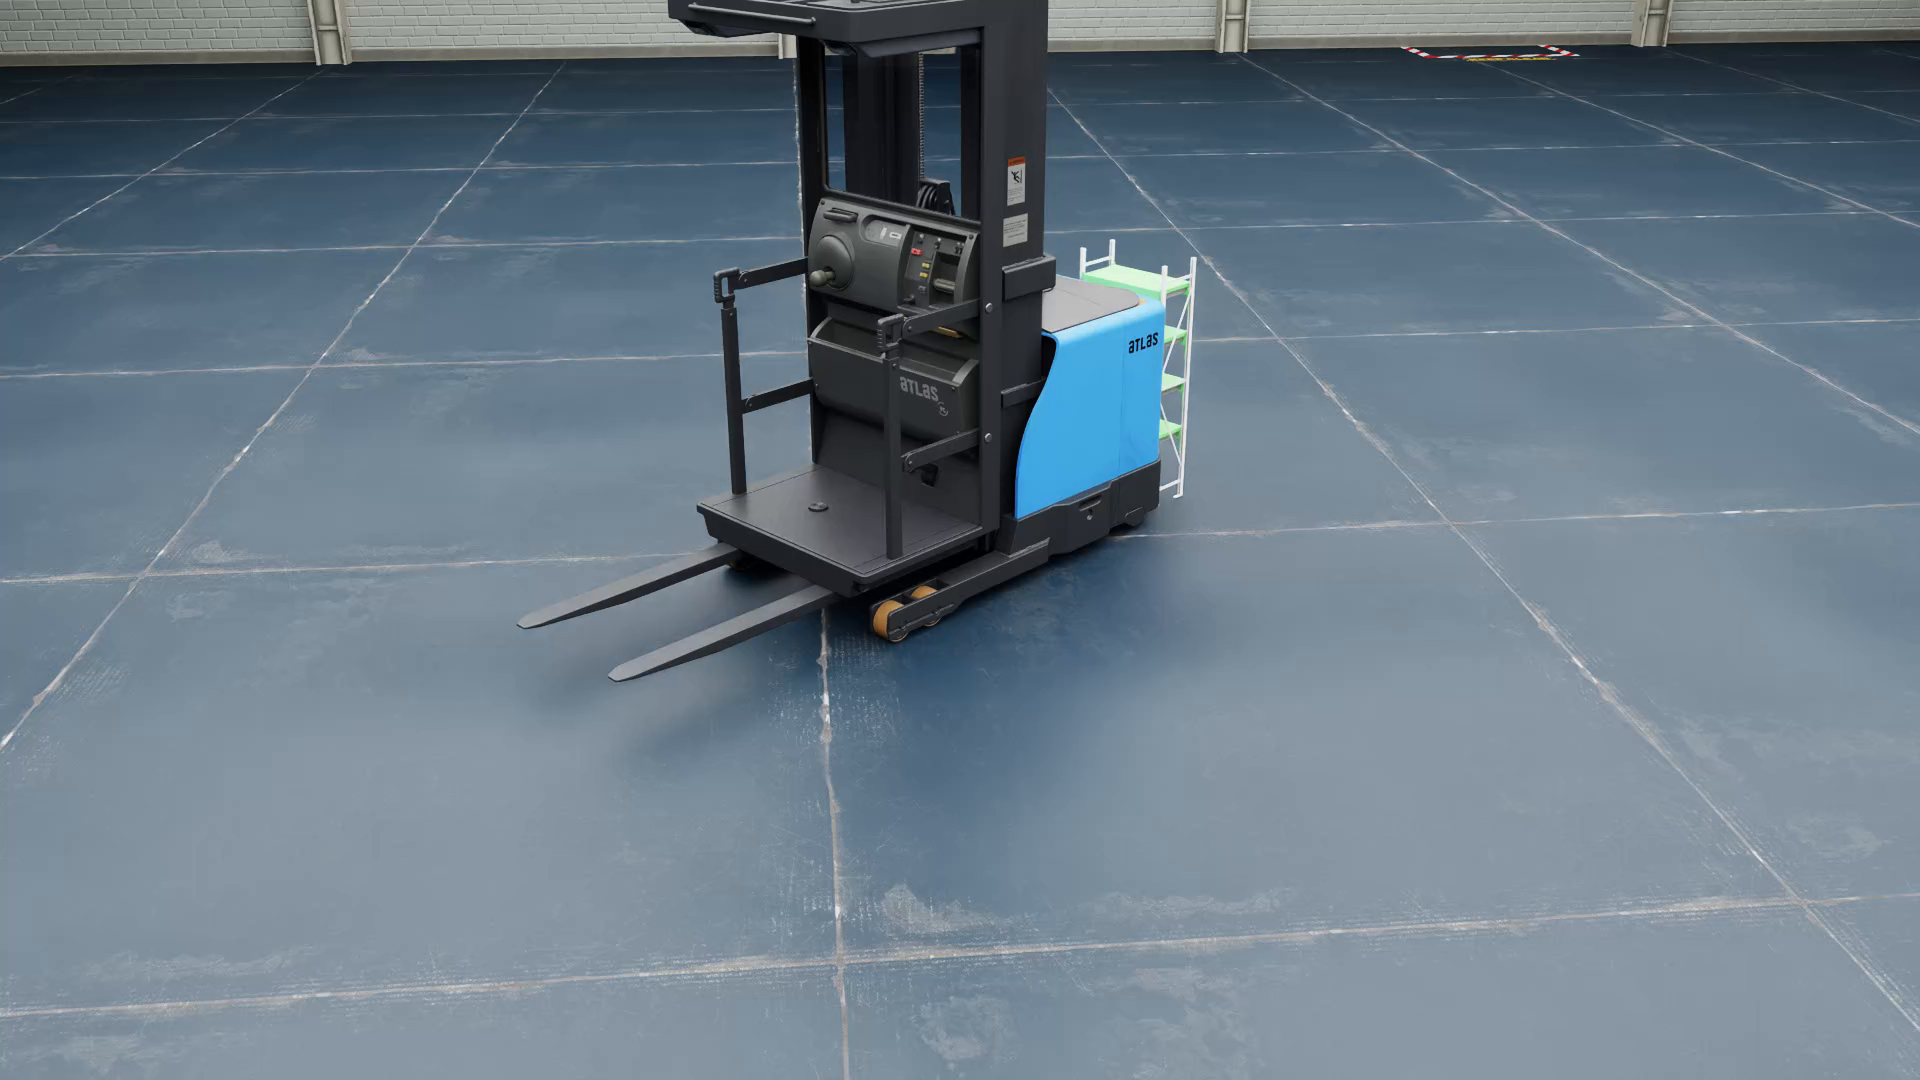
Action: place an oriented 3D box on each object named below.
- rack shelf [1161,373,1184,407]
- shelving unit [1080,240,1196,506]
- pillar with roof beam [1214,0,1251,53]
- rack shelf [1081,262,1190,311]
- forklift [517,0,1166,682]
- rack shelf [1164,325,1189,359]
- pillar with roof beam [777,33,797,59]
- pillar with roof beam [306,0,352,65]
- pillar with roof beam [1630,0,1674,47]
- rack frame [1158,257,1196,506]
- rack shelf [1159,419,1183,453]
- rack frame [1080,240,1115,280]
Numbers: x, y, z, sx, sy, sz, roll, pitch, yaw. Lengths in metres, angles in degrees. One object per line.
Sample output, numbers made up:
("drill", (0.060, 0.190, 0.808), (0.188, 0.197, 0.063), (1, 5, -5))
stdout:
("rack shelf", (0.839, -0.747, 8.111), (0.480, 0.148, 0.258), (22, 32, 40))
("shelving unit", (0.839, -0.806, 8.085), (0.503, 1.200, 0.258), (22, 32, 40))
("pillar with roof beam", (4.153, -9.113, 17.174), (0.400, 9.000, 9.100), (-2, 24, -5))
("rack shelf", (0.839, -1.186, 7.916), (0.480, 0.148, 0.258), (22, 32, 40))
("forklift", (-0.435, -1.157, 6.746), (1.130, 2.935, 3.031), (22, 32, 40))
("rack shelf", (0.839, -0.966, 8.014), (0.480, 0.148, 0.258), (22, 32, 40))
("pillar with roof beam", (-1.818, -8.874, 16.635), (0.400, 9.000, 9.100), (-2, 24, -5))
("pillar with roof beam", (-7.789, -8.634, 16.096), (0.400, 9.000, 9.100), (-2, 24, -5))
("pillar with roof beam", (10.124, -9.353, 17.713), (0.400, 9.000, 9.100), (-2, 24, -5))
("rack frame", (1.014, -0.737, 7.930), (0.015, 1.200, 0.240), (22, 32, 40))
("rack shelf", (0.839, -0.528, 8.208), (0.480, 0.148, 0.258), (22, 32, 40))
("rack frame", (0.664, -0.875, 8.240), (0.015, 1.200, 0.240), (22, 32, 40))
